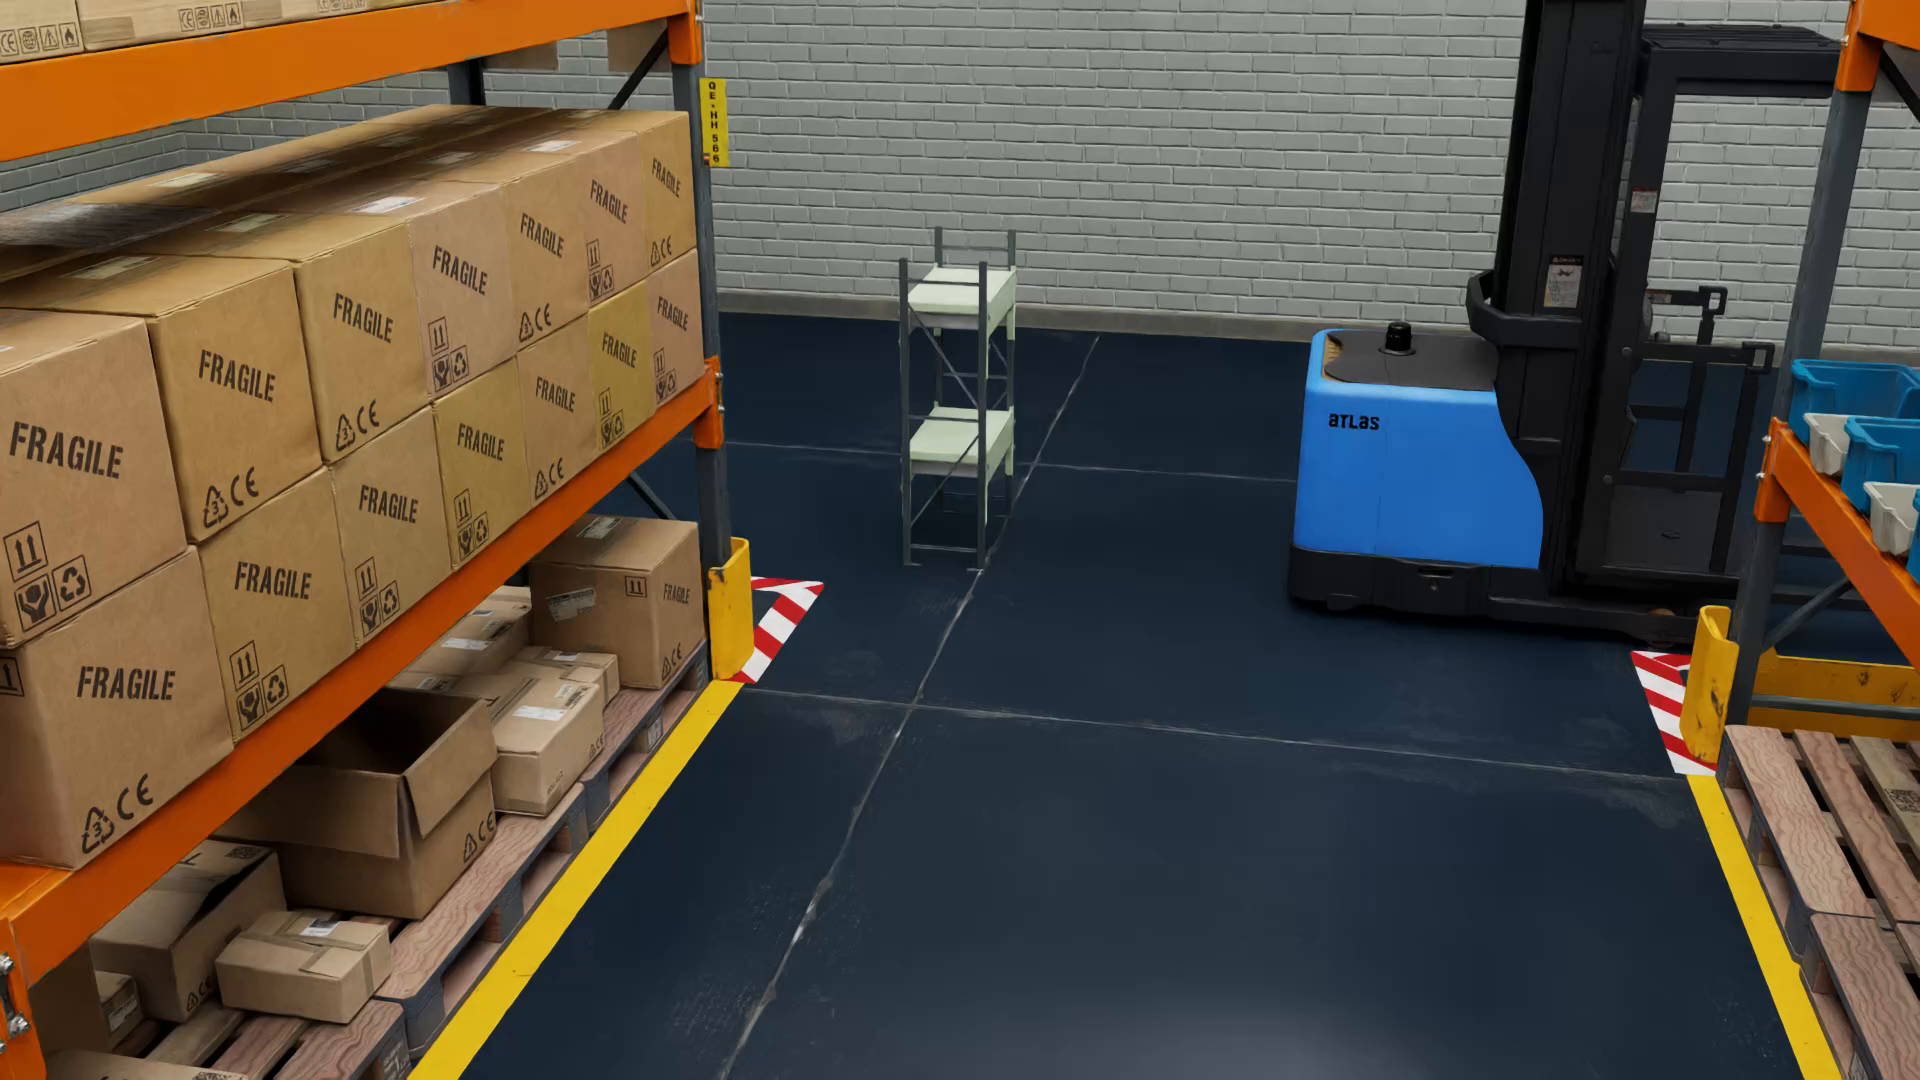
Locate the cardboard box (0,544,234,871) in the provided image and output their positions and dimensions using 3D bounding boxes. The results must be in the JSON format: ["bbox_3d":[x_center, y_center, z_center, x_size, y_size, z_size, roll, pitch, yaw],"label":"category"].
[{"bbox_3d":[-1.912,0.309,3.438,0.500,0.500,0.500,5,22,12],"label":"cardboard box"}]

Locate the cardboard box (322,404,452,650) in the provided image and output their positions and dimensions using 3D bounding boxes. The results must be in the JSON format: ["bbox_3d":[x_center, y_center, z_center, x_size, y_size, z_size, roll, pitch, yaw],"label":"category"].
[{"bbox_3d":[-1.706,-0.062,4.357,0.500,0.500,0.500,4,22,11],"label":"cardboard box"}]

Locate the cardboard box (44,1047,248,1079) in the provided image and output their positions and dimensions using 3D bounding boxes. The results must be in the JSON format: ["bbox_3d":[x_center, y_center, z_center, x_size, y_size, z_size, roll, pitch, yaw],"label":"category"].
[{"bbox_3d":[-1.985,1.427,3.806,0.500,0.311,0.500,4,22,11],"label":"cardboard box"}]

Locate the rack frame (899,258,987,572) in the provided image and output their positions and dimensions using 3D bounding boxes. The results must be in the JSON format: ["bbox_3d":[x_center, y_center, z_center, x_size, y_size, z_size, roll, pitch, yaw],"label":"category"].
[{"bbox_3d":[-0.076,-0.559,7.735,0.400,1.500,0.023,4,22,11],"label":"rack frame"}]

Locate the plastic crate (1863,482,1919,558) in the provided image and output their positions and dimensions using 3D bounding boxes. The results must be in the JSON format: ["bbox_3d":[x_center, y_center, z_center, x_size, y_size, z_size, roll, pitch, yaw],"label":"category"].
[{"bbox_3d":[2.725,-0.044,4.721,0.250,0.136,0.298,4,22,11],"label":"plastic crate"}]

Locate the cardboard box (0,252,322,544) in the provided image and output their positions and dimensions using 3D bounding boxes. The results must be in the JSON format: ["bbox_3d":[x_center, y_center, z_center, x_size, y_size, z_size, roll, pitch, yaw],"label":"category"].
[{"bbox_3d":[-1.806,-0.329,3.683,0.500,0.500,0.500,4,22,9],"label":"cardboard box"}]

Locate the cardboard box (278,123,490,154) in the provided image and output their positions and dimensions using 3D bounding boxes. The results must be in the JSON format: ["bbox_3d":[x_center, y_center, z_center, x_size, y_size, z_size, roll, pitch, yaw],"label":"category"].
[{"bbox_3d":[-1.914,-1.118,5.643,0.500,0.500,0.500,5,22,11],"label":"cardboard box"}]

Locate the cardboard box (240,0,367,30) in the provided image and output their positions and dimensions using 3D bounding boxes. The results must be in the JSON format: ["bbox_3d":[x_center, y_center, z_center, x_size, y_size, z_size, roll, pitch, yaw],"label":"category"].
[{"bbox_3d":[-1.731,-1.325,3.815,0.500,0.250,0.500,4,22,11],"label":"cardboard box"}]

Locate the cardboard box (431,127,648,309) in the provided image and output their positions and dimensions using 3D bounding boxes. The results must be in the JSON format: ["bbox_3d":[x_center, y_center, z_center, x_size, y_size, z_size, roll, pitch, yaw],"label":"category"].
[{"bbox_3d":[-1.390,-1.084,5.557,0.500,0.500,0.500,5,22,12],"label":"cardboard box"}]

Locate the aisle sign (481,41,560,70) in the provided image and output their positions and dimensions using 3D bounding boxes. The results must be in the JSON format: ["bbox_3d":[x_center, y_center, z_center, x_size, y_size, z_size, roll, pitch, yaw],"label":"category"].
[{"bbox_3d":[-1.740,-2.195,6.310,0.394,0.787,0.004,4,22,11],"label":"aisle sign"}]

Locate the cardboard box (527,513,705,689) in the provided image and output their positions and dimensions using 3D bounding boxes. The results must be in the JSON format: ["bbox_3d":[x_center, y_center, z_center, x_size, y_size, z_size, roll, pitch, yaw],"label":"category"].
[{"bbox_3d":[-1.336,0.231,6.522,0.500,0.500,0.500,4,22,11],"label":"cardboard box"}]

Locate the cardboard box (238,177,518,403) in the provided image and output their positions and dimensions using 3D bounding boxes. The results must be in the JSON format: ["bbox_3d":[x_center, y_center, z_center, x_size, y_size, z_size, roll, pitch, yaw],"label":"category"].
[{"bbox_3d":[-1.596,-0.706,4.619,0.500,0.500,0.500,5,23,13],"label":"cardboard box"}]

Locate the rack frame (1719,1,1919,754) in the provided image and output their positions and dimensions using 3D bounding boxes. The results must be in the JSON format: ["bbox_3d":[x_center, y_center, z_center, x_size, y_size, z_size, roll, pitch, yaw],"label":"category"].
[{"bbox_3d":[3.382,-0.563,5.737,1.000,3.000,0.127,4,22,11],"label":"rack frame"}]

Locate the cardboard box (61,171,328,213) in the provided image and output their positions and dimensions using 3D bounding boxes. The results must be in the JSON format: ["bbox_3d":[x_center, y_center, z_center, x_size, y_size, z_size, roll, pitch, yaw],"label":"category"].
[{"bbox_3d":[-2.124,-0.750,4.728,0.500,0.500,0.500,4,22,10],"label":"cardboard box"}]

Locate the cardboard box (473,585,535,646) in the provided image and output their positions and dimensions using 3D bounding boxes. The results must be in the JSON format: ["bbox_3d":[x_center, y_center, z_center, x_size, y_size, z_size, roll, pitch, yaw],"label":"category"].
[{"bbox_3d":[-1.888,0.303,6.813,0.380,0.149,0.250,4,22,11],"label":"cardboard box"}]

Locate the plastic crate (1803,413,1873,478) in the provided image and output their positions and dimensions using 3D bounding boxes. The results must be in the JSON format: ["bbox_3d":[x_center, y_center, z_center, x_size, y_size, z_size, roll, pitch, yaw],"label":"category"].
[{"bbox_3d":[2.863,-0.292,5.337,0.250,0.136,0.298,4,22,11],"label":"plastic crate"}]

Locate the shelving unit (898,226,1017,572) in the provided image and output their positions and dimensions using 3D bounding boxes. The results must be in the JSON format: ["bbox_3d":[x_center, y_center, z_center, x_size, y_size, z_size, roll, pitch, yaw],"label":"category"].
[{"bbox_3d":[-0.001,-0.693,8.067,0.431,1.500,0.755,4,22,11],"label":"shelving unit"}]

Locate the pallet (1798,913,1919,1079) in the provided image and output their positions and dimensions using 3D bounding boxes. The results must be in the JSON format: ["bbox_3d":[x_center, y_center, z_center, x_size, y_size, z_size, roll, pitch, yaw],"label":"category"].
[{"bbox_3d":[2.925,1.474,4.412,1.003,0.211,1.213,4,22,11],"label":"pallet"}]

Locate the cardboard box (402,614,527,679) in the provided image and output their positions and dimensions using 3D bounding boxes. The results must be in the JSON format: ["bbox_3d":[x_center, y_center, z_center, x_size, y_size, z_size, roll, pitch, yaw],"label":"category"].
[{"bbox_3d":[-1.957,0.489,6.215,0.500,0.250,0.500,4,22,11],"label":"cardboard box"}]

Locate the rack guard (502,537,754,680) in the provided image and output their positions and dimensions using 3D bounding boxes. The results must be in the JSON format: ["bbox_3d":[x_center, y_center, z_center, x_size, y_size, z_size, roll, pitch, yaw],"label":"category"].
[{"bbox_3d":[-1.482,0.245,7.076,1.175,0.500,0.348,4,22,11],"label":"rack guard"}]

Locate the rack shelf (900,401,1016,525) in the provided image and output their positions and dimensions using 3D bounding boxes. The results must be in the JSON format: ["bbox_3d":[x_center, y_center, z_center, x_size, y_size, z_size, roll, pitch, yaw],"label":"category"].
[{"bbox_3d":[-0.001,-0.391,8.189,0.431,0.370,0.720,4,22,11],"label":"rack shelf"}]

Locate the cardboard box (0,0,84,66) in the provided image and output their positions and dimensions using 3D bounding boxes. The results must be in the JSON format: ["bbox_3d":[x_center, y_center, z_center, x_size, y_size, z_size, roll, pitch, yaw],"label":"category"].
[{"bbox_3d":[-1.941,-0.960,2.908,0.500,0.250,0.500,4,22,11],"label":"cardboard box"}]

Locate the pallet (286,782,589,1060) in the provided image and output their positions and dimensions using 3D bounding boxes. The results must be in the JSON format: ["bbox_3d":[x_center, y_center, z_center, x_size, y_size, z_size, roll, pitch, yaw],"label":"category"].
[{"bbox_3d":[-1.894,1.116,5.301,1.003,0.211,1.213,4,22,11],"label":"pallet"}]

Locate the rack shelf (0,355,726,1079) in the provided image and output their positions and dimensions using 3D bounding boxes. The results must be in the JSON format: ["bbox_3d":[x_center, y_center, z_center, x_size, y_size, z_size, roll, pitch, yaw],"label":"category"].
[{"bbox_3d":[-1.874,0.123,4.996,1.077,0.370,4.000,4,22,11],"label":"rack shelf"}]

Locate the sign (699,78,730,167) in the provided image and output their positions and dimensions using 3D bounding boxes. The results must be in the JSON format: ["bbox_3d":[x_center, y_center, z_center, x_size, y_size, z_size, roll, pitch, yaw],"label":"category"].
[{"bbox_3d":[-0.927,-1.576,6.279,0.100,0.325,0.005,4,22,11],"label":"sign"}]

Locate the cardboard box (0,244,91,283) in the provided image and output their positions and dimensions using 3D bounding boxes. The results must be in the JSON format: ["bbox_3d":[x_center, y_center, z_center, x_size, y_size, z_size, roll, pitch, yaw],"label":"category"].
[{"bbox_3d":[-2.331,-0.382,3.814,0.500,0.500,0.500,4,22,10],"label":"cardboard box"}]

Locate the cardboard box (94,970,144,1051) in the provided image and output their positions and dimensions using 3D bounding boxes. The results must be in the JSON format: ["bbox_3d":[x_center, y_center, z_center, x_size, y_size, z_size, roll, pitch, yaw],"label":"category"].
[{"bbox_3d":[-2.426,1.267,4.419,0.380,0.149,0.250,4,22,11],"label":"cardboard box"}]

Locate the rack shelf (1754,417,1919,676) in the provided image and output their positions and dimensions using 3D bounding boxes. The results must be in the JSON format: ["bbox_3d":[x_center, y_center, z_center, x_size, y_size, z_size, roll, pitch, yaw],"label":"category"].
[{"bbox_3d":[2.974,0.502,4.055,1.077,0.370,4.000,4,22,11],"label":"rack shelf"}]

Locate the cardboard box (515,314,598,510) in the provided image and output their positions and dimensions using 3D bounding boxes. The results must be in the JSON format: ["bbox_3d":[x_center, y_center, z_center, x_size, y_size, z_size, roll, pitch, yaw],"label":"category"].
[{"bbox_3d":[-1.501,-0.432,5.277,0.500,0.500,0.500,5,22,11],"label":"cardboard box"}]

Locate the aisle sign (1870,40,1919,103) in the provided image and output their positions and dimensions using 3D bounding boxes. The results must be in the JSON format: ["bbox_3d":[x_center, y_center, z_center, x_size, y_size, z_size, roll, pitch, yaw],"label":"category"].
[{"bbox_3d":[3.106,-1.818,5.373,0.394,0.787,0.004,4,22,11],"label":"aisle sign"}]

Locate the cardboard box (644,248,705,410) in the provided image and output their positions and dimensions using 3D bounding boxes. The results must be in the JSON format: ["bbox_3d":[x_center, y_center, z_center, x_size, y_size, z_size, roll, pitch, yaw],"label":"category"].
[{"bbox_3d":[-1.291,-0.804,6.201,0.500,0.500,0.500,5,23,13],"label":"cardboard box"}]

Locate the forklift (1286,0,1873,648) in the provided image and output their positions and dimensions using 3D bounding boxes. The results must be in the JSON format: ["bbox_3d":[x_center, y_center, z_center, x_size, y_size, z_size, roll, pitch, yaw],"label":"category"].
[{"bbox_3d":[3.064,-1.094,7.146,3.031,2.935,1.130,5,22,12],"label":"forklift"}]

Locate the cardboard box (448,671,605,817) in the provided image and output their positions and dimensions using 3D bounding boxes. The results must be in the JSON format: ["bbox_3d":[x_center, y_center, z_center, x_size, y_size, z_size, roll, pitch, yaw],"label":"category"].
[{"bbox_3d":[-1.559,0.692,5.712,0.500,0.250,0.500,4,22,11],"label":"cardboard box"}]

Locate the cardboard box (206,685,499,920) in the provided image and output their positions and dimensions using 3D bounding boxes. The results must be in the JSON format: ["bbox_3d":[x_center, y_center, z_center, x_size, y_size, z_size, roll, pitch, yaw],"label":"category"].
[{"bbox_3d":[-1.904,0.787,5.137,0.797,0.503,0.637,4,22,11],"label":"cardboard box"}]
